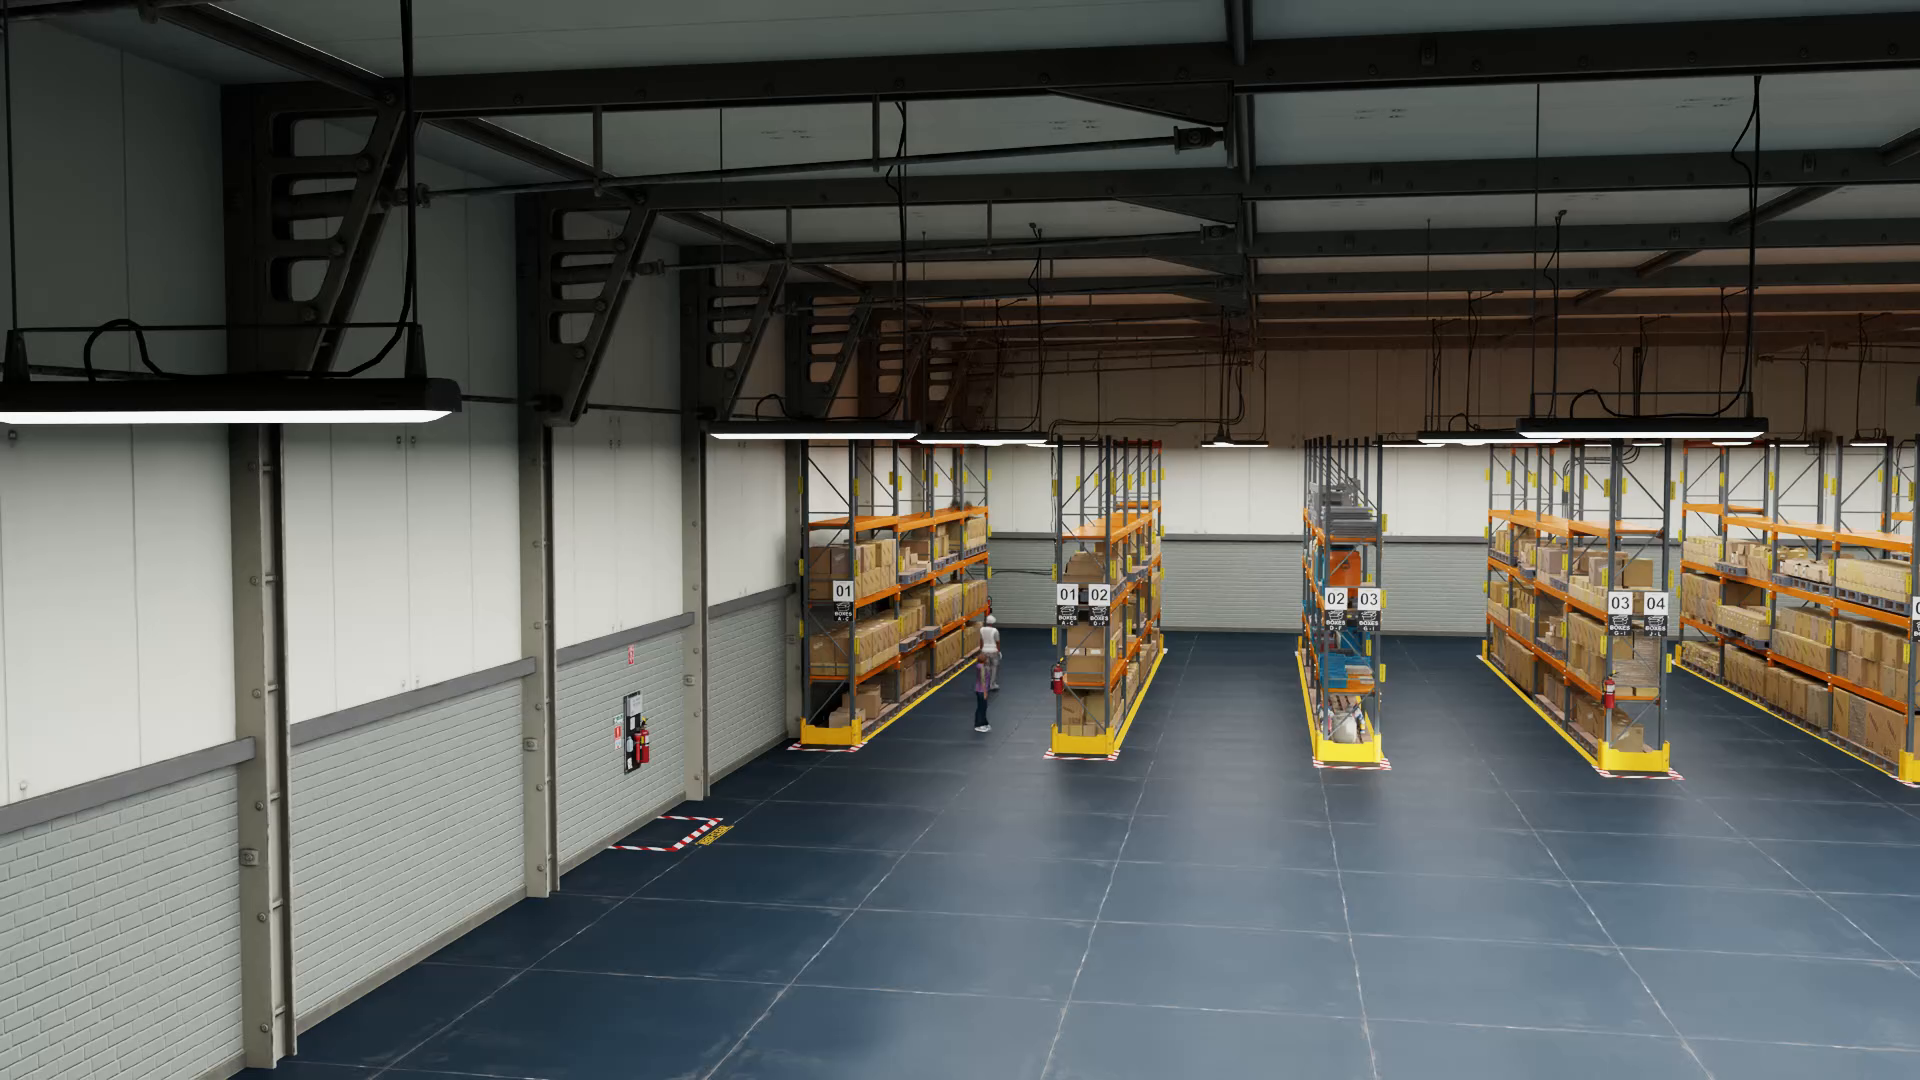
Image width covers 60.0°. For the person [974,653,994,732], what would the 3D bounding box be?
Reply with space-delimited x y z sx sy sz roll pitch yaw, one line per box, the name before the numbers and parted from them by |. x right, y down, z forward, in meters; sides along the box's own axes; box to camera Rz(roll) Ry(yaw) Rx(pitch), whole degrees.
person | 0.502 3.105 33.890 0.430 1.623 0.463 0 3 -4

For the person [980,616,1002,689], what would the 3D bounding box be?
person | 0.709 2.679 39.645 0.610 1.772 0.565 -3 4 -40
